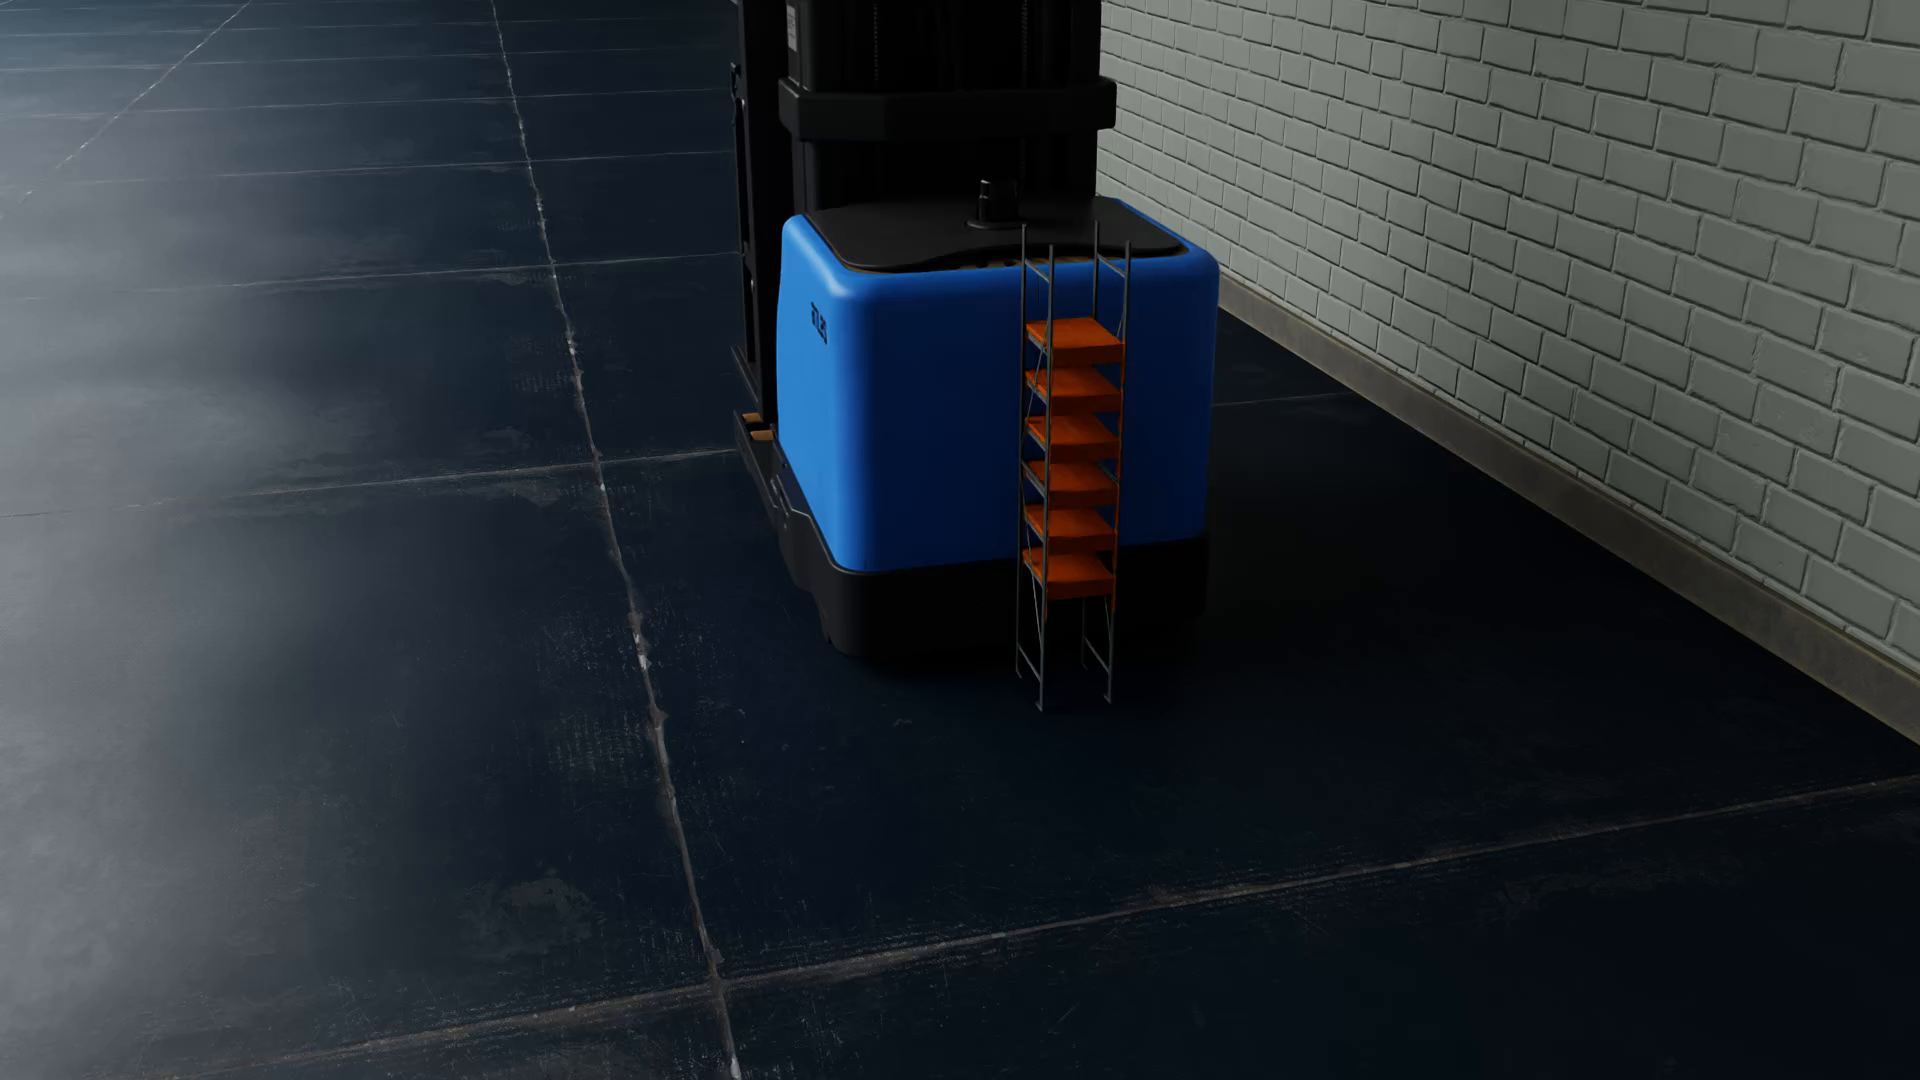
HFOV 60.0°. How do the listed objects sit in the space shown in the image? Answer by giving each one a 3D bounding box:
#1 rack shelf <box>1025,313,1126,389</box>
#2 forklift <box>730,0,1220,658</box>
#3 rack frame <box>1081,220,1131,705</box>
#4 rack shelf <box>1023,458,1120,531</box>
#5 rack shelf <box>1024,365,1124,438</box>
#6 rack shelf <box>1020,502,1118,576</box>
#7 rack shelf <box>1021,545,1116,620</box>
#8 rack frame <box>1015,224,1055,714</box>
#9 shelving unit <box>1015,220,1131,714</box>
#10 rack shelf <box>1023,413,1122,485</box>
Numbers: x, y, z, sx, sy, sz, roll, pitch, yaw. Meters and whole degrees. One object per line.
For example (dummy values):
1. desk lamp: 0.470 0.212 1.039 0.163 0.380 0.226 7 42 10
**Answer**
1. rack shelf: 0.269 -0.455 3.987 0.180 0.103 0.258 -6 24 -13
2. forklift: -0.181 -1.592 5.243 1.130 2.935 3.031 -6 24 -13
3. rack frame: 0.358 -0.174 4.134 0.006 1.200 0.240 -6 24 -13
4. rack shelf: 0.269 -0.124 4.130 0.180 0.103 0.258 -6 24 -13
5. rack shelf: 0.269 -0.345 4.035 0.180 0.103 0.258 -6 24 -13
6. rack shelf: 0.269 -0.014 4.178 0.180 0.103 0.258 -6 24 -13
7. rack shelf: 0.269 0.096 4.225 0.180 0.103 0.258 -6 24 -13
8. rack frame: 0.181 -0.156 4.092 0.006 1.200 0.240 -6 24 -13
9. shelving unit: 0.269 -0.165 4.113 0.189 1.200 0.258 -6 24 -13
10. rack shelf: 0.269 -0.235 4.083 0.180 0.103 0.258 -6 24 -13
